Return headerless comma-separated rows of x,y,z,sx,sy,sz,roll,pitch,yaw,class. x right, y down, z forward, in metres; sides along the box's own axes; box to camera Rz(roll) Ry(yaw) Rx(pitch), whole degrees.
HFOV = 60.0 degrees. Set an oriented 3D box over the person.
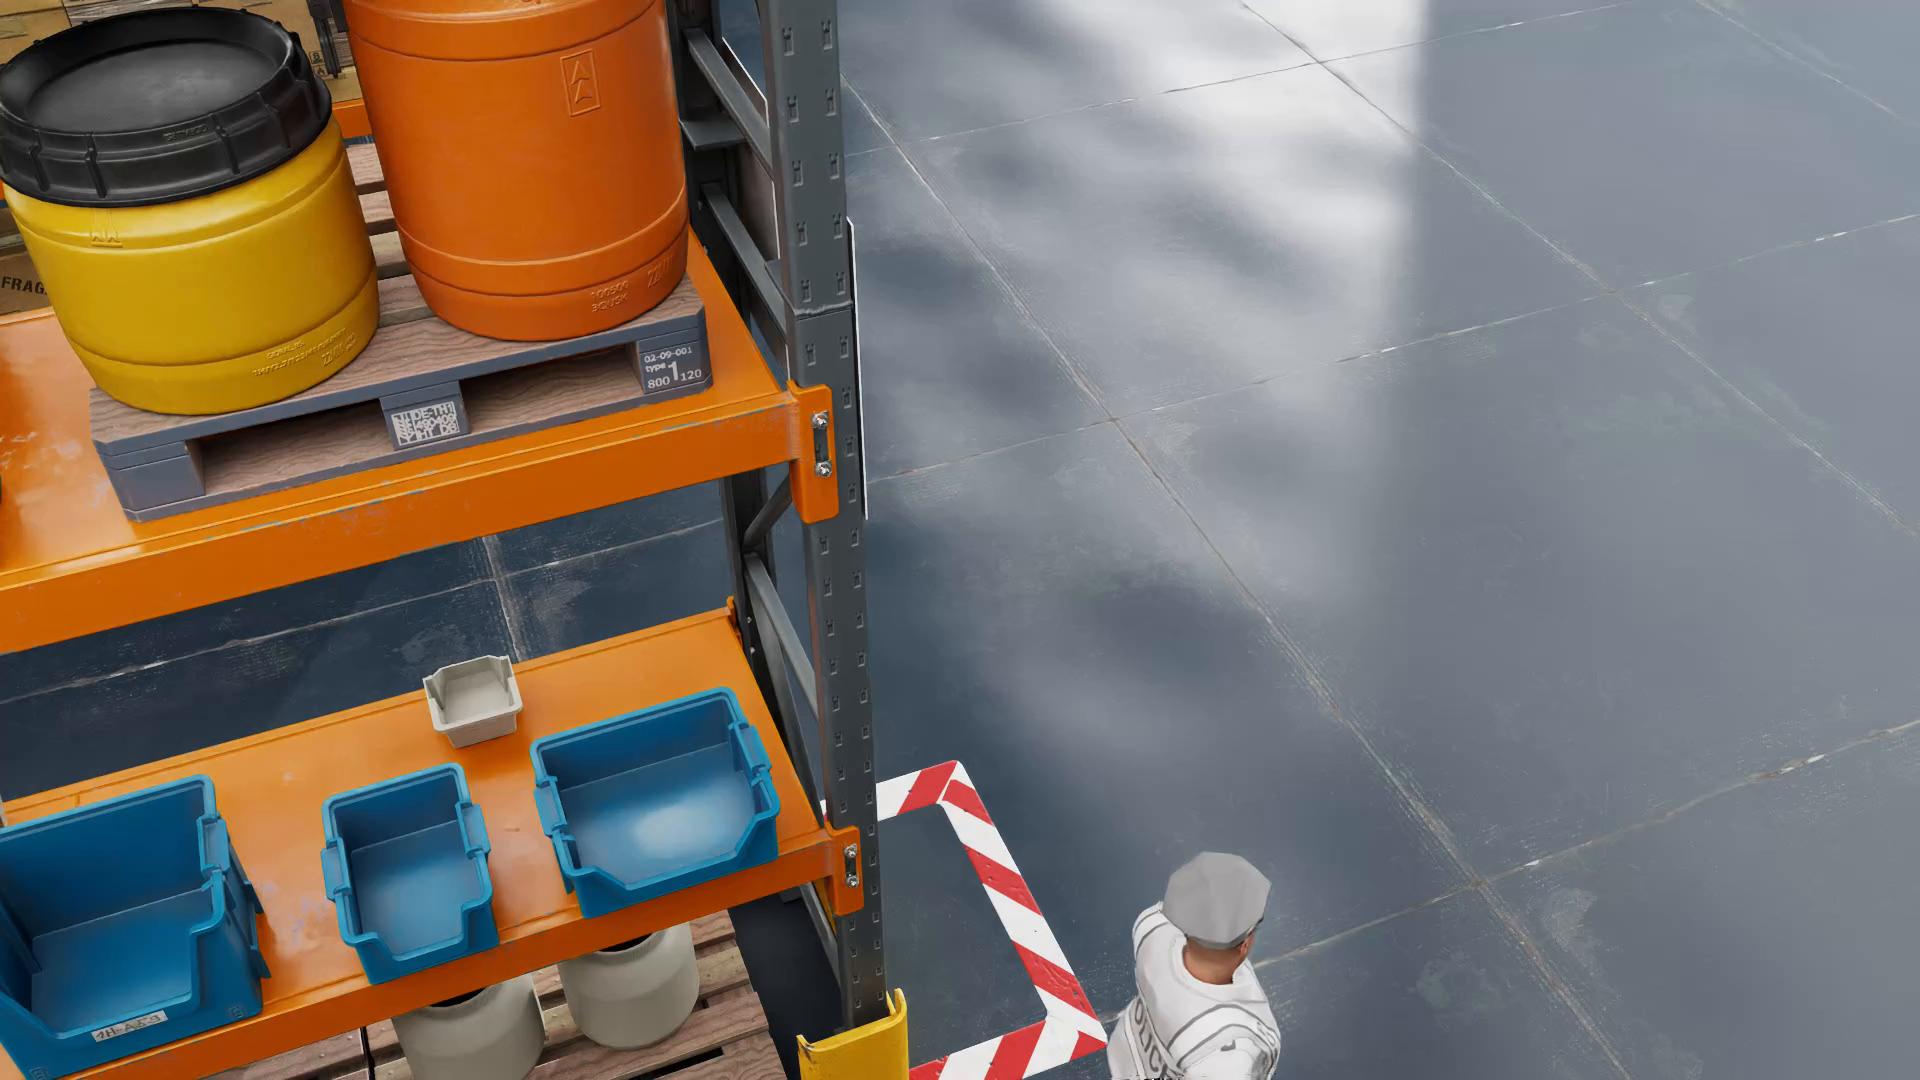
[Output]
0.621,1.500,4.428,0.413,1.750,0.641,-7,42,-7,person
